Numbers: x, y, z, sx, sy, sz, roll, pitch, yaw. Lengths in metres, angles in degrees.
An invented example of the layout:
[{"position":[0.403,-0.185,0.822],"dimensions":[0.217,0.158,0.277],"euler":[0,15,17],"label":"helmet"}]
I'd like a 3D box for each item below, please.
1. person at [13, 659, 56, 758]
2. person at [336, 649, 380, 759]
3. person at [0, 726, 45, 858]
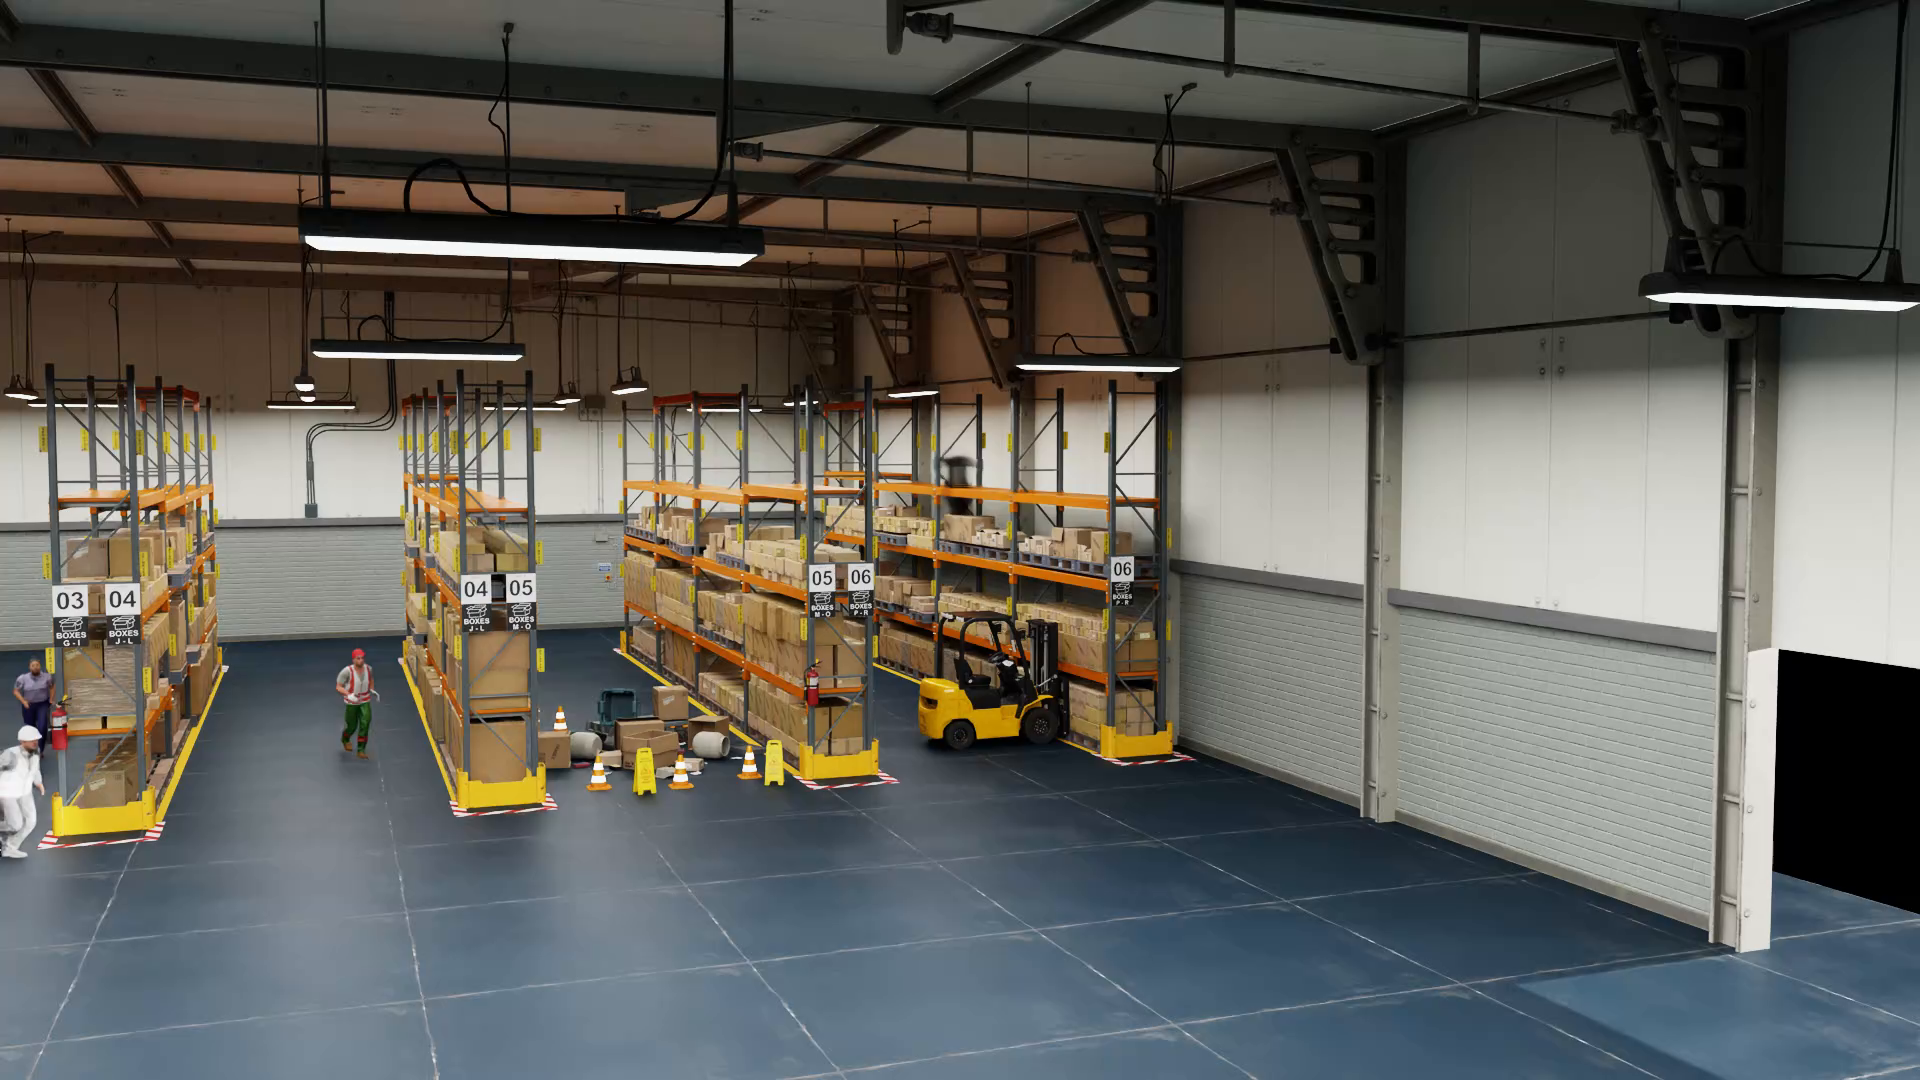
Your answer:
[{"position":[-14.761,2.669,26.551],"dimensions":[0.606,1.594,0.639],"euler":[-2,4,-30],"label":"person"},{"position":[-9.642,2.587,26.501],"dimensions":[0.665,1.745,0.864],"euler":[-3,4,-39],"label":"person"},{"position":[-11.398,3.028,20.017],"dimensions":[0.869,1.618,0.661],"euler":[1,4,20],"label":"person"}]
